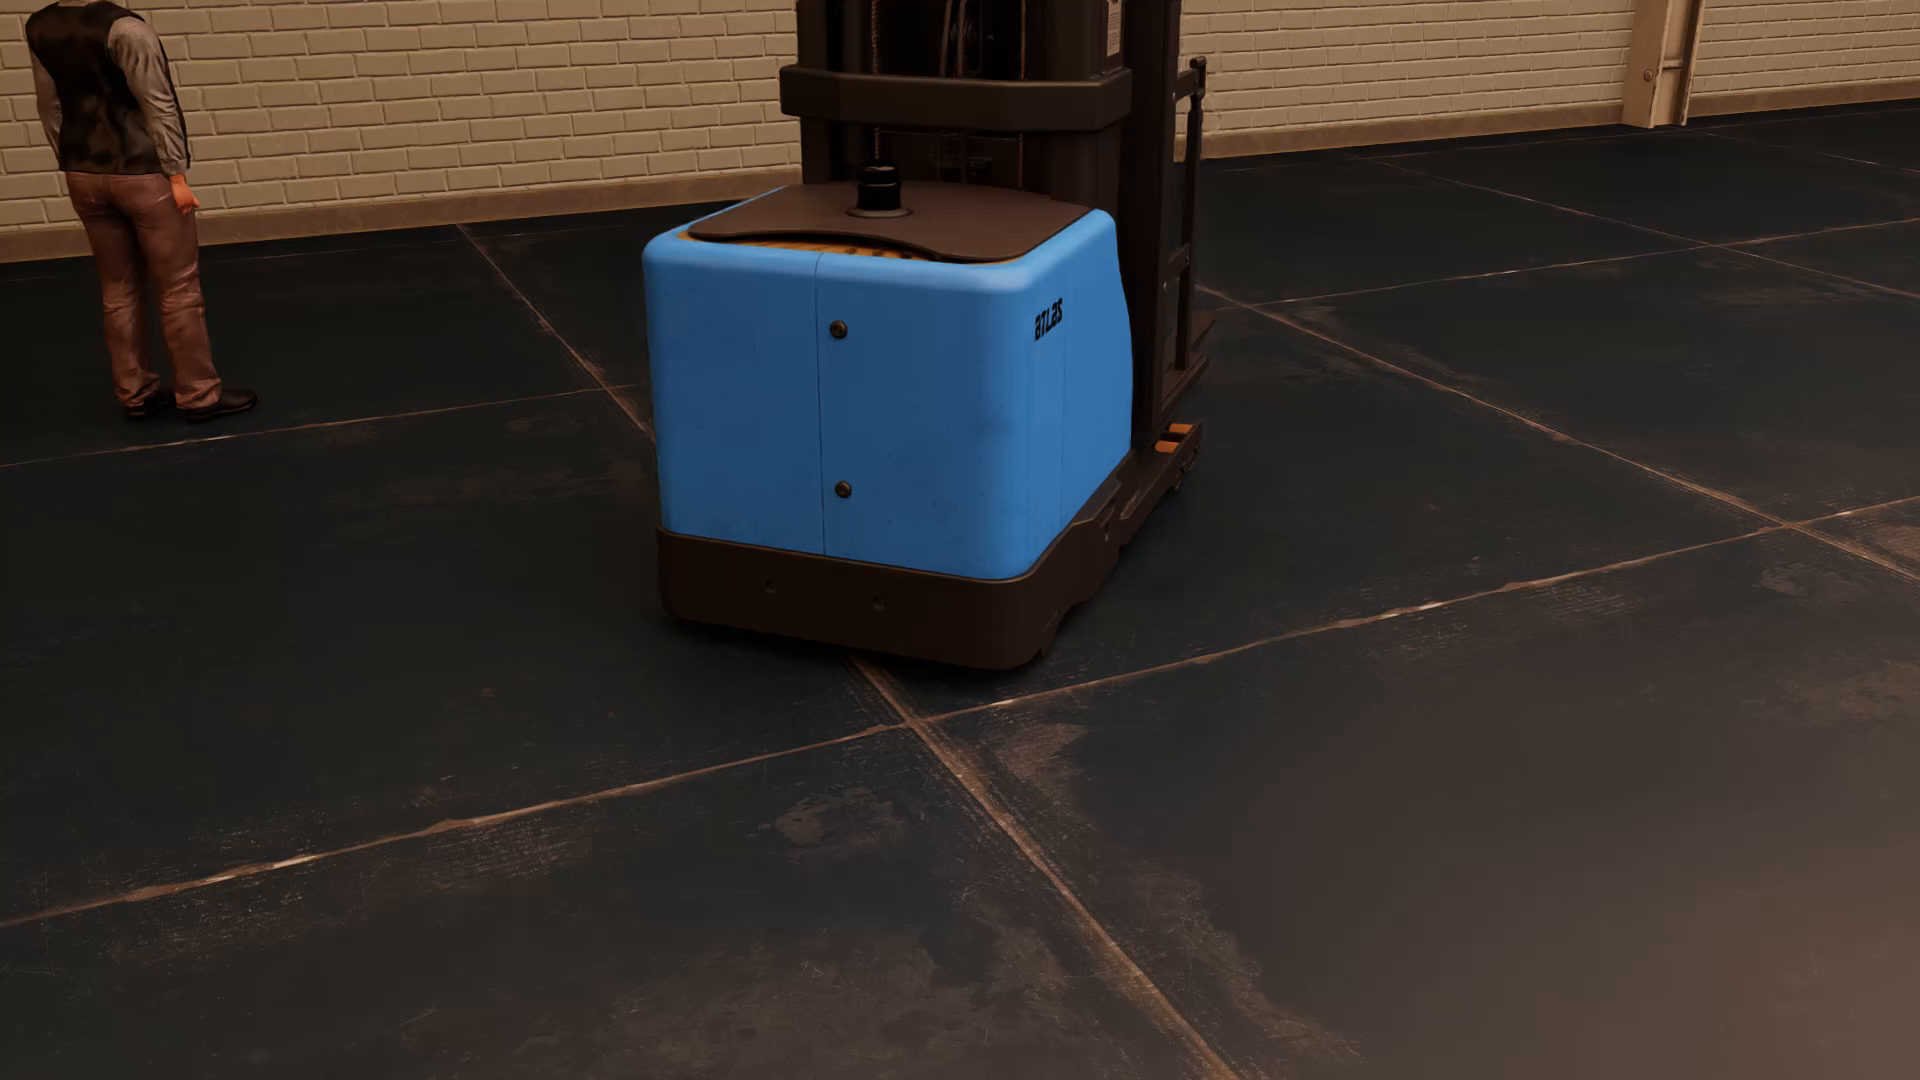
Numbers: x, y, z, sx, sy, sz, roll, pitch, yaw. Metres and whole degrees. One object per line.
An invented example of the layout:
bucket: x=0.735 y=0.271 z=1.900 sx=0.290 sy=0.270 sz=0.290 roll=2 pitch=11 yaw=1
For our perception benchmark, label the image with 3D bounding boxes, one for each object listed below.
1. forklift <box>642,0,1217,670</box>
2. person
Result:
forklift: x=0.185 y=-1.565 z=5.054 sx=1.130 sy=2.935 sz=3.031 roll=8 pitch=24 yaw=19
person: x=-2.955 y=-1.274 z=5.933 sx=0.525 sy=1.725 sz=0.371 roll=5 pitch=23 yaw=12
